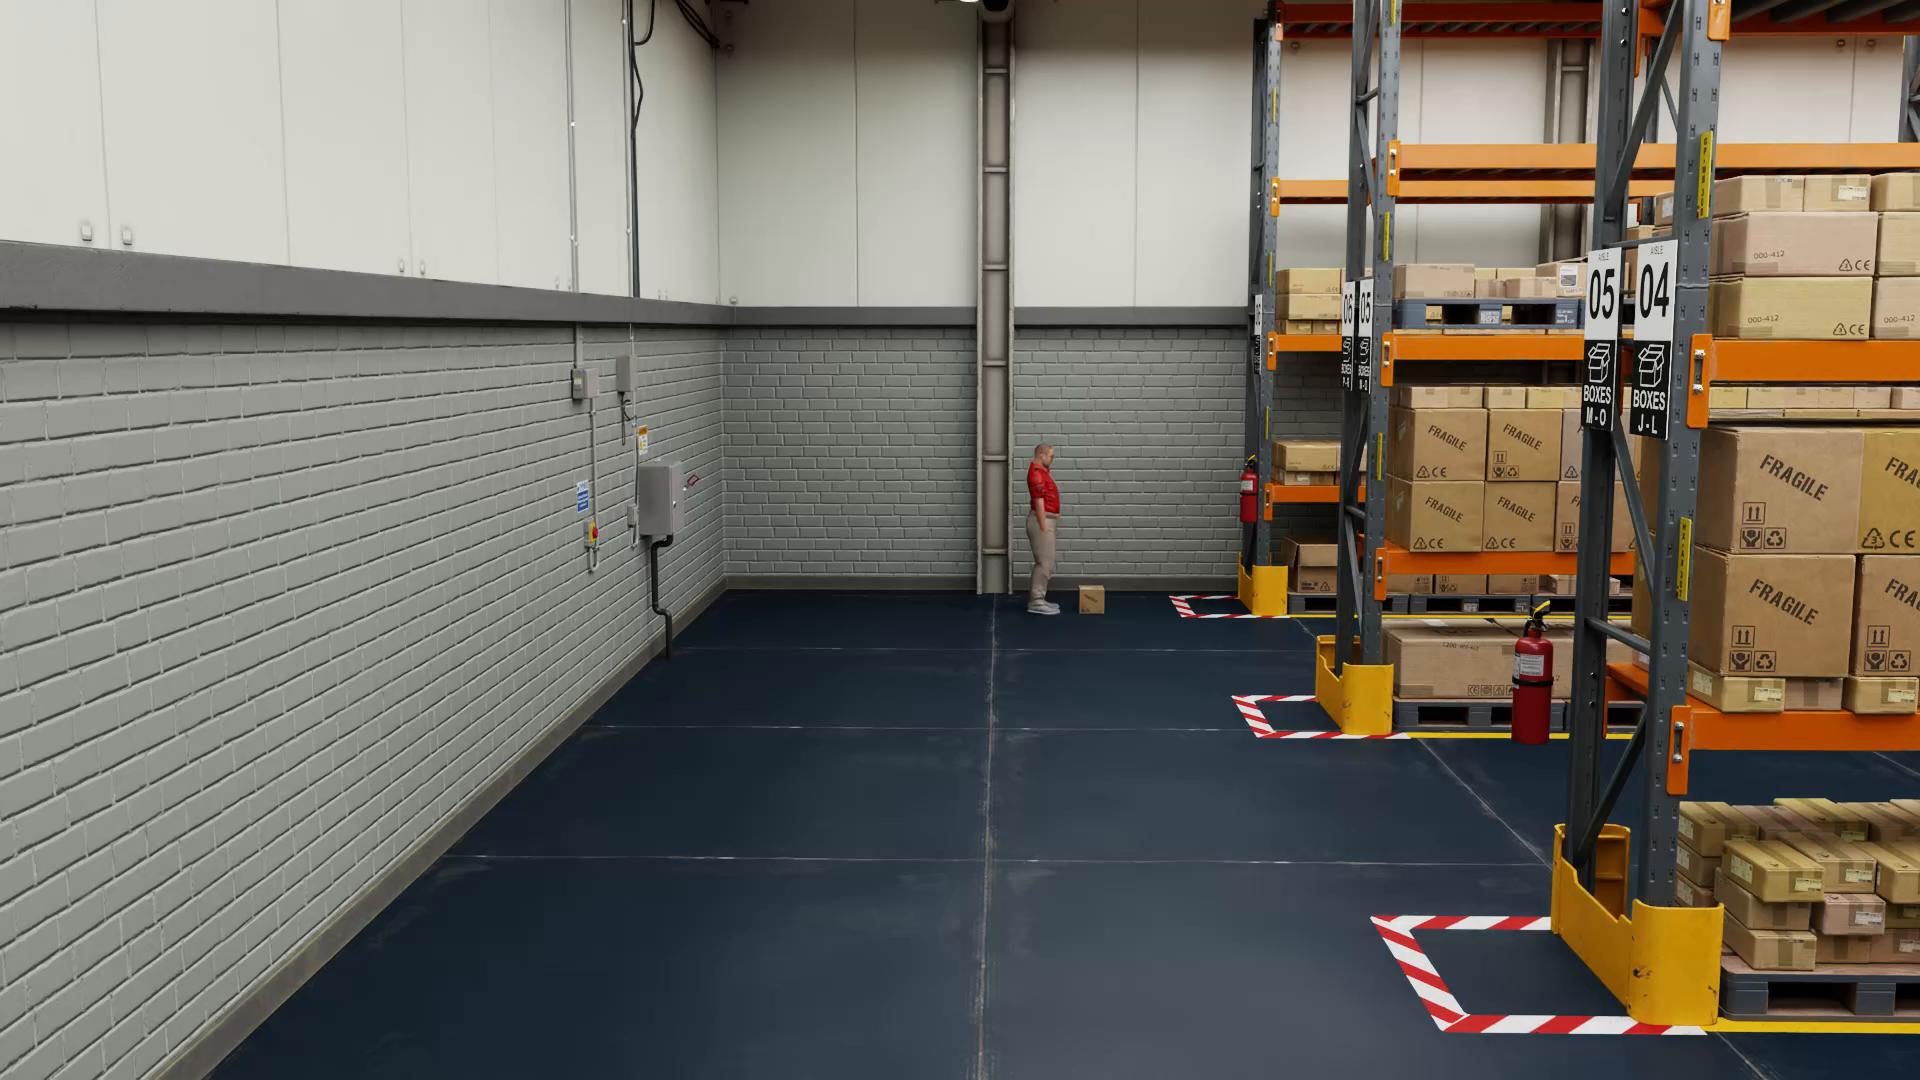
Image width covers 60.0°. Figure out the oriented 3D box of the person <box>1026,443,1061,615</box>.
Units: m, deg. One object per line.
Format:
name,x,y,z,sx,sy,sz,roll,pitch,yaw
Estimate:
person,0.845,-0.124,16.876,0.358,1.720,0.531,0,7,2
